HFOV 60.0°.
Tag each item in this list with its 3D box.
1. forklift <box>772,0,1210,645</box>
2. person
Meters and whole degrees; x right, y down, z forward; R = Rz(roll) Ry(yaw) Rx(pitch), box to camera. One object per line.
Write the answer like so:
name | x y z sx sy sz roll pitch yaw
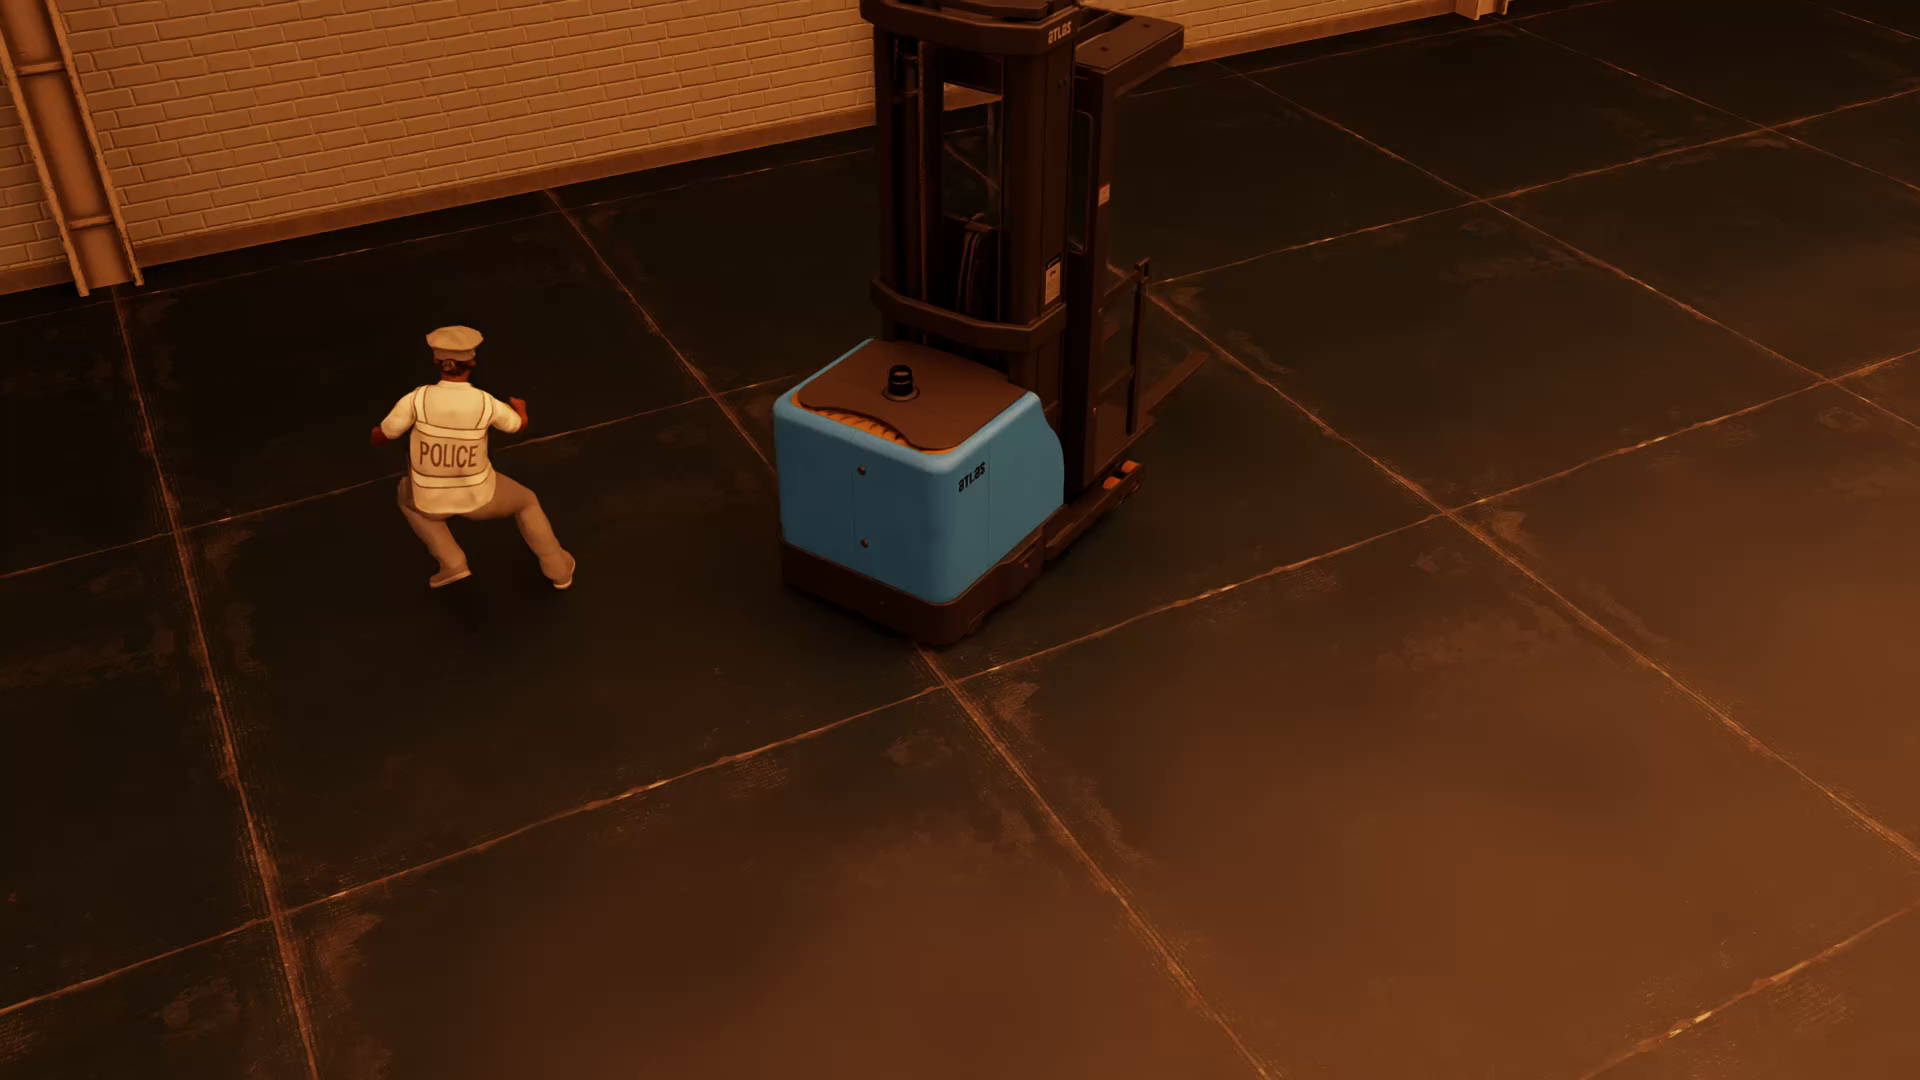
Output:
forklift | 0.353 -1.509 8.258 1.130 2.935 3.031 21 41 27
person | -2.354 -0.375 7.910 0.842 1.475 0.725 -7 36 -10
